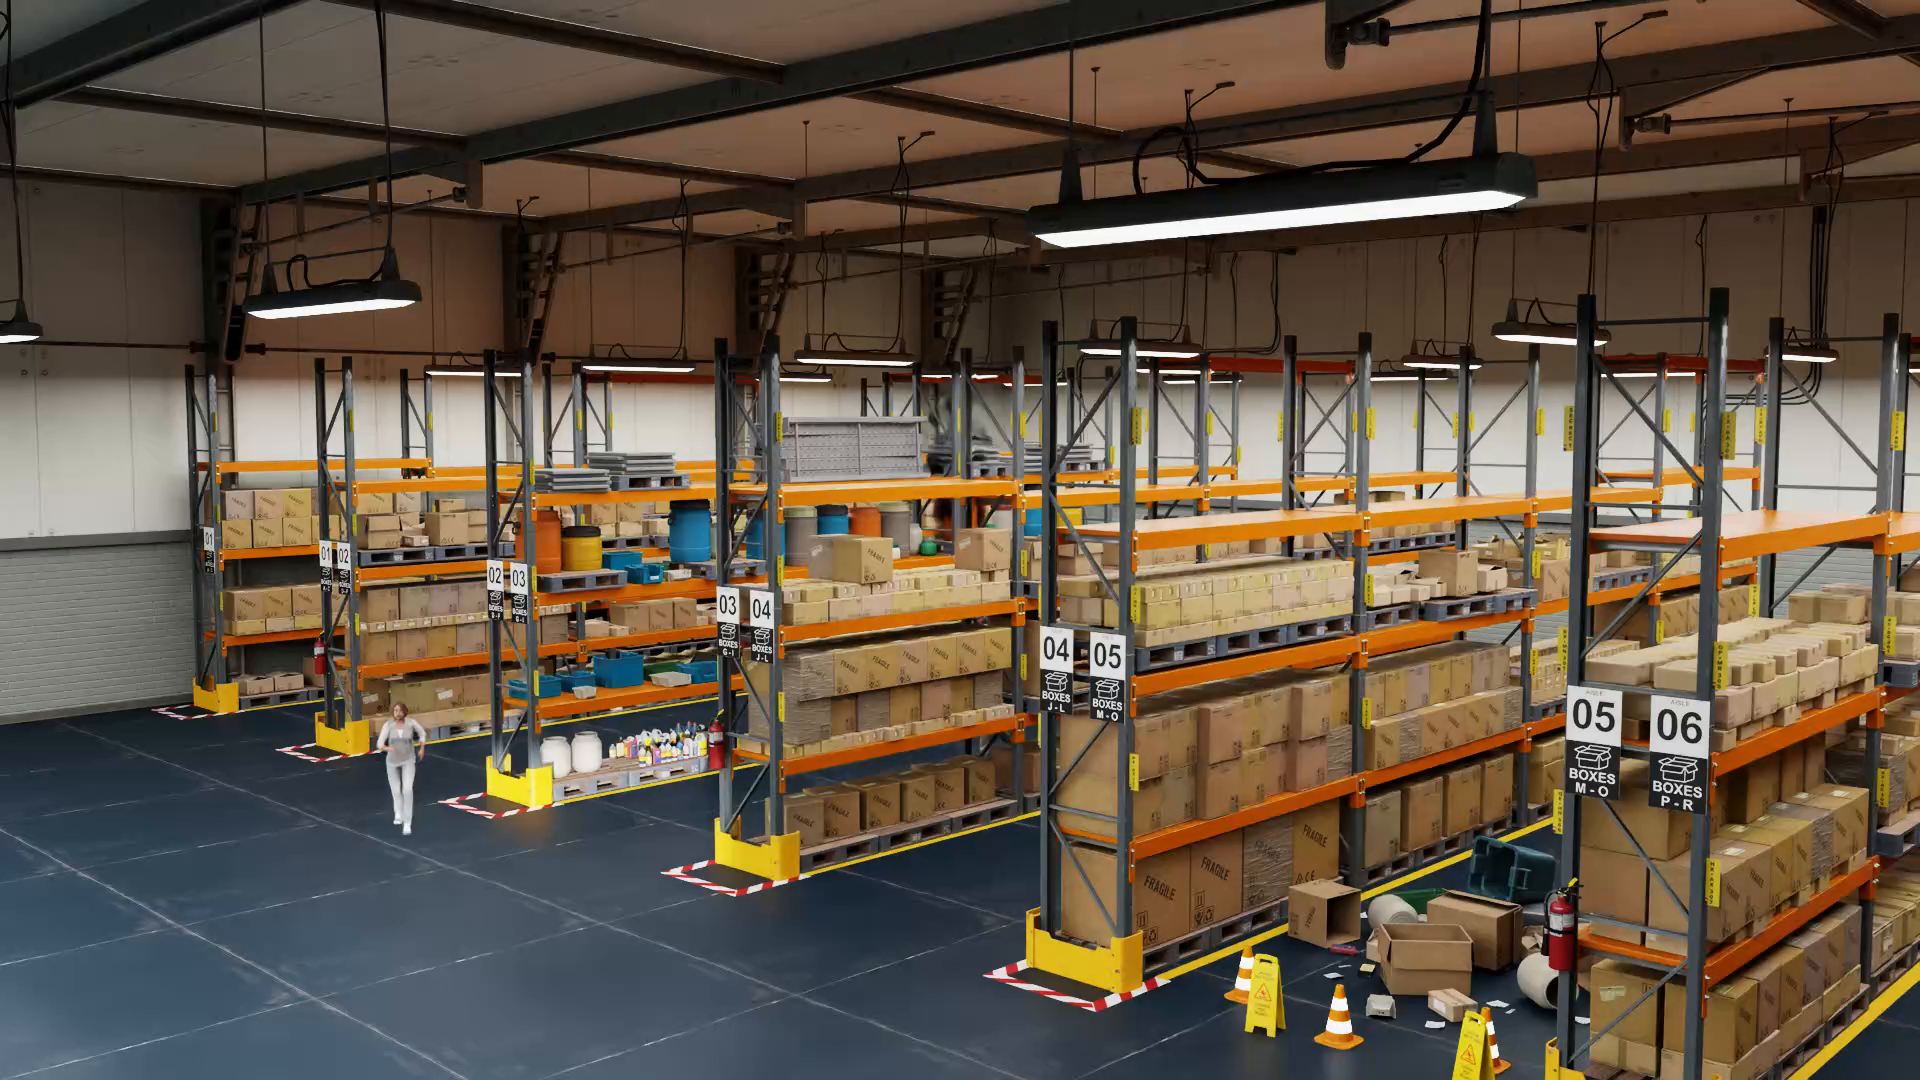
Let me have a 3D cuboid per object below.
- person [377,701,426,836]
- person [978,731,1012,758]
[{"bbox_3d":[-6.890,2.803,20.525,0.557,1.658,0.739,-1,5,-14],"label":"person"},{"bbox_3d":[0.489,2.397,24.400,0.703,1.774,0.860,3,5,35],"label":"person"}]
